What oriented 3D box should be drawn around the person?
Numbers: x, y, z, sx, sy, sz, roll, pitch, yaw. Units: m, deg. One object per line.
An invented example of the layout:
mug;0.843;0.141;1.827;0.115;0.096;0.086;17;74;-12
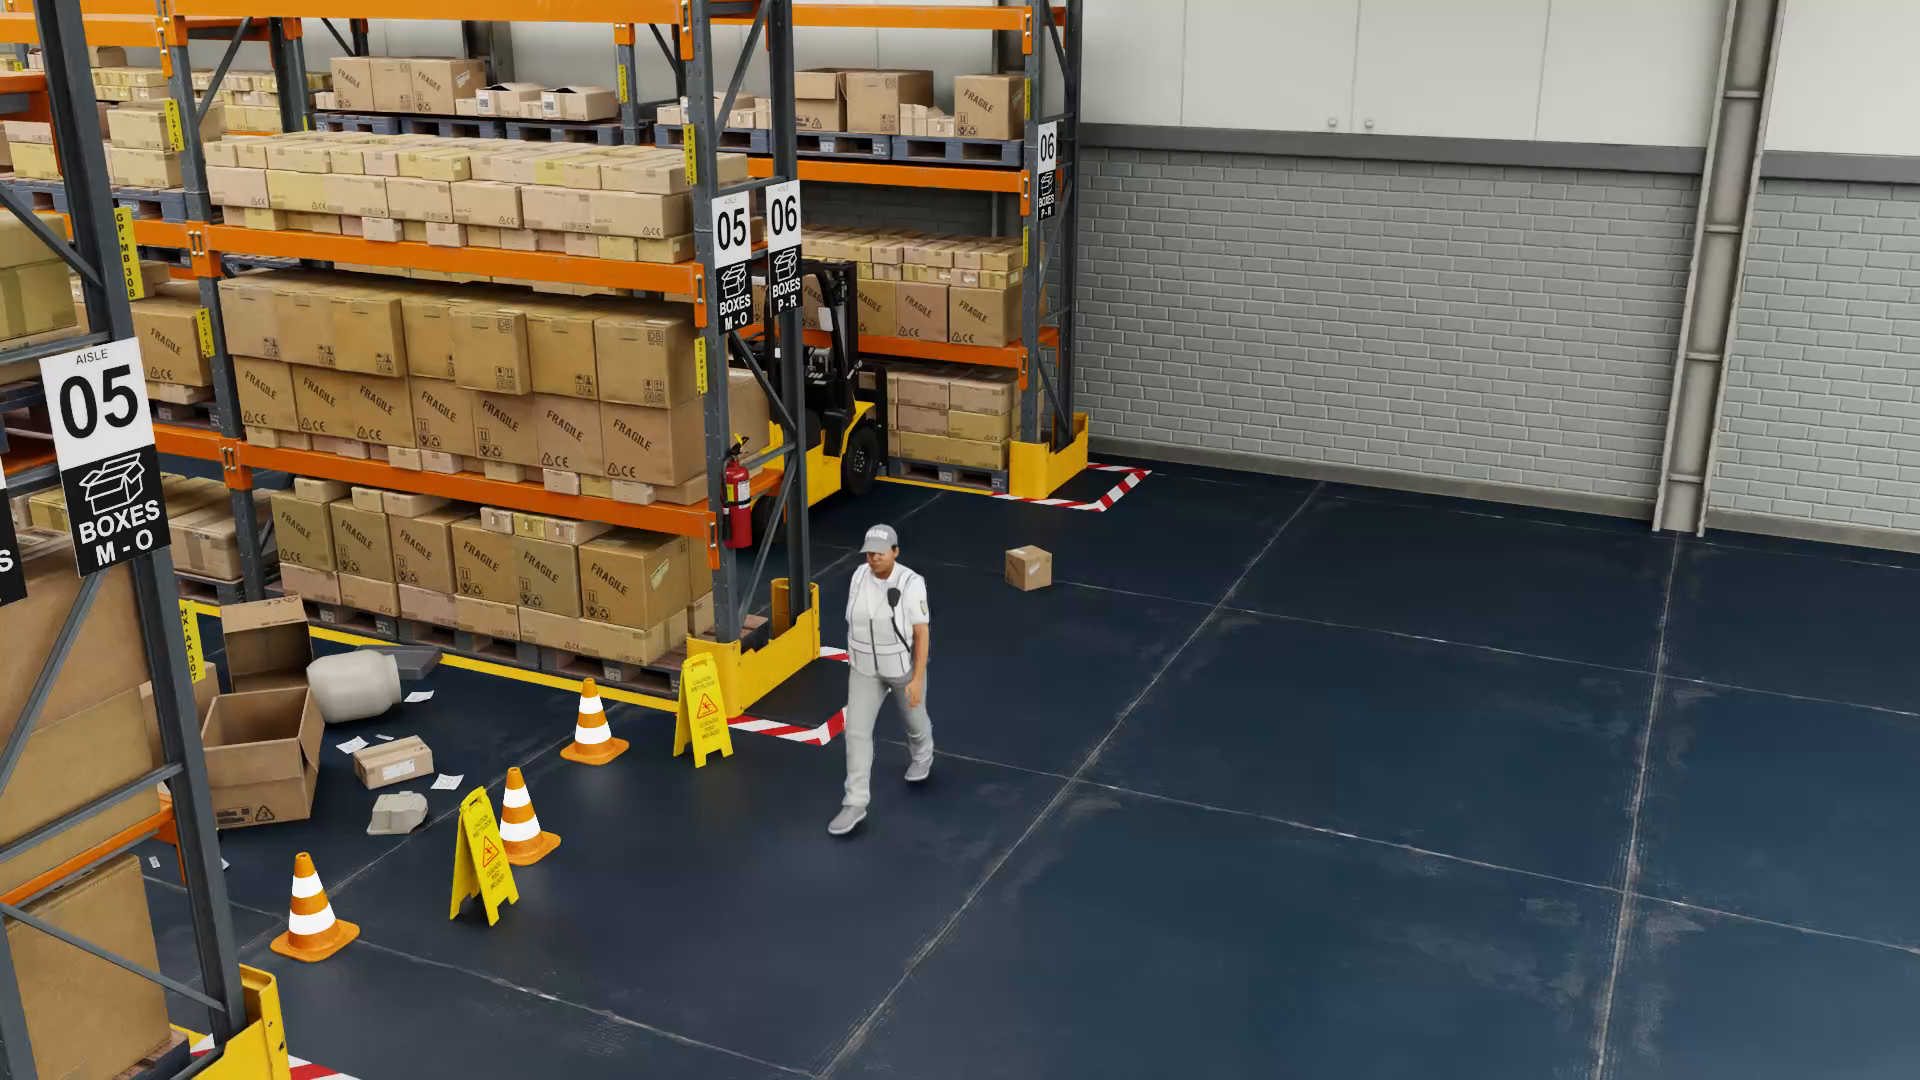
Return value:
person;-0.417;0.695;9.040;0.526;1.598;1.001;6;20;17
